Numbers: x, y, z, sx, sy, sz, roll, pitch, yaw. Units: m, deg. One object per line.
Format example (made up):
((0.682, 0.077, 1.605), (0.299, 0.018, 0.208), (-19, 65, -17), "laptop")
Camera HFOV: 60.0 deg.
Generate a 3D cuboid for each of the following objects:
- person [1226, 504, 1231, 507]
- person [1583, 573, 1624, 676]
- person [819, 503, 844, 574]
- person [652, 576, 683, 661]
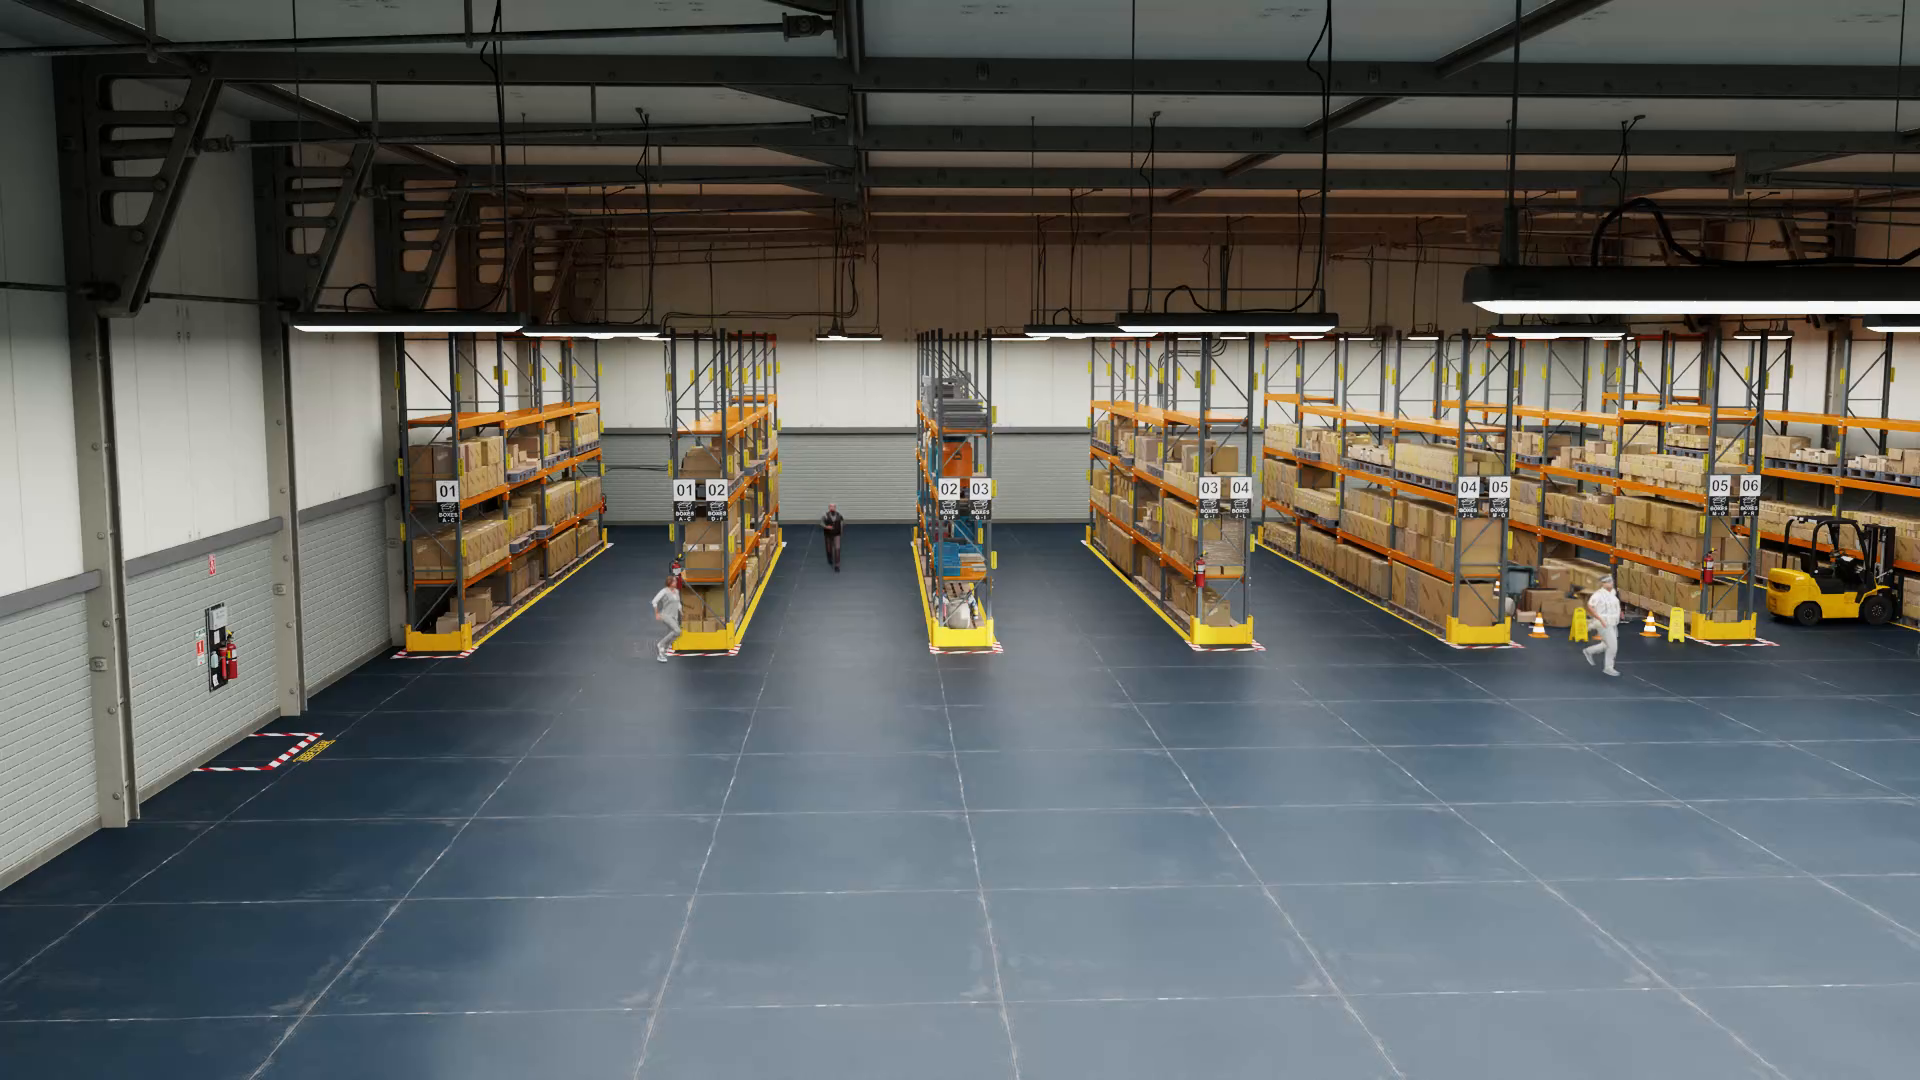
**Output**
((8.047, -0.848, 48.652), (0.820, 1.704, 0.578), (-3, 8, -27), "person")
((11.237, 1.448, 29.019), (0.656, 1.779, 0.750), (-5, 9, -38), "person")
((-3.244, -0.071, 42.042), (0.624, 1.748, 1.085), (-1, 7, -6), "person")
((-5.215, 1.417, 30.118), (0.519, 1.527, 0.556), (4, 8, 31), "person")
